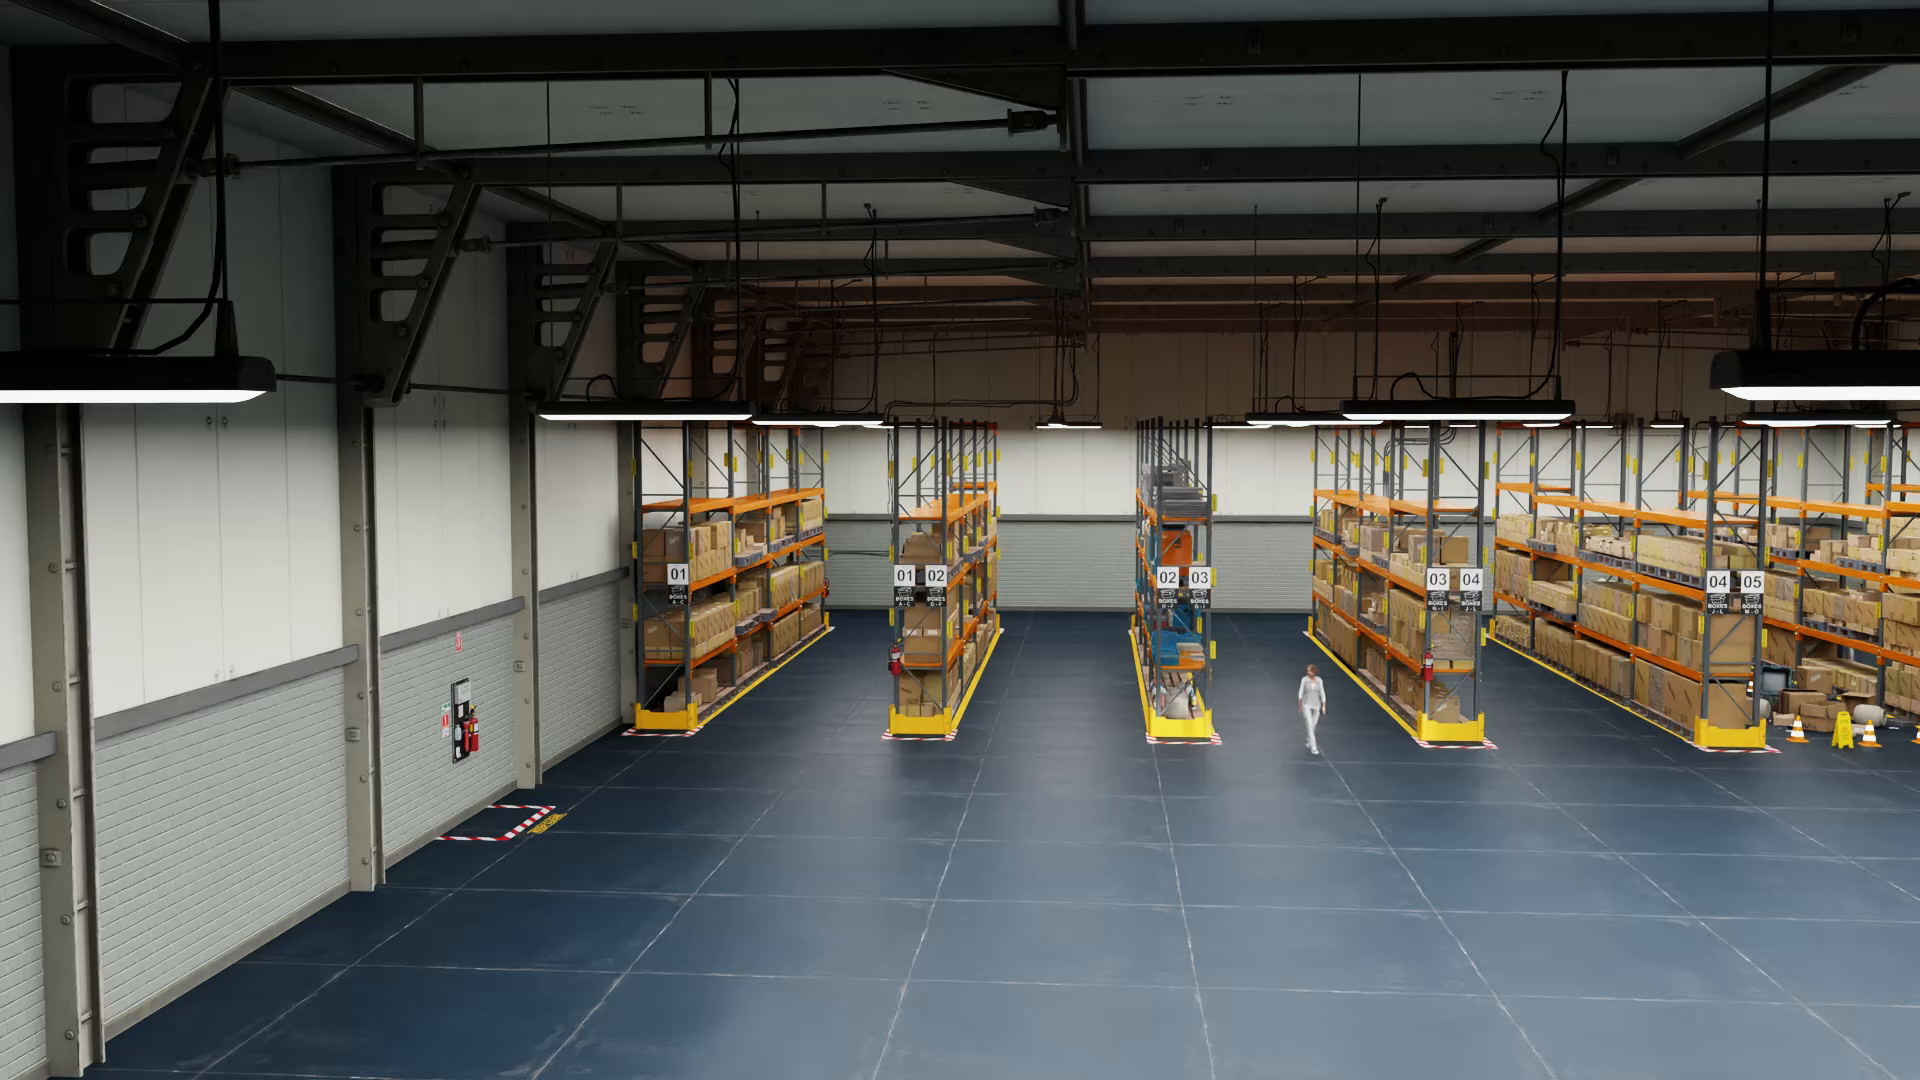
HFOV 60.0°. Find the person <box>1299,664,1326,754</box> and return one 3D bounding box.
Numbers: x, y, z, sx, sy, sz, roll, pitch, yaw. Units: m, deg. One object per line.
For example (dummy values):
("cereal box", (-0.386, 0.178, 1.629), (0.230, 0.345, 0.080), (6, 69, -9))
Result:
("person", (6.285, 2.989, 29.595), (0.434, 1.562, 0.892), (0, 4, -4))

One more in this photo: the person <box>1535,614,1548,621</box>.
("person", (16.380, 1.823, 47.222), (0.965, 1.610, 0.431), (0, 4, 5))

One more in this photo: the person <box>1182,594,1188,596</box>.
("person", (6.670, 1.668, 50.200), (0.399, 1.519, 1.009), (0, 4, -4))

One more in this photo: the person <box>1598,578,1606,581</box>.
("person", (17.309, 1.903, 44.772), (0.528, 1.752, 0.554), (-1, 4, -19))

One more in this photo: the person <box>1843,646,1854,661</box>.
("person", (21.361, 2.274, 40.123), (0.512, 1.674, 0.516), (0, 4, 3))
